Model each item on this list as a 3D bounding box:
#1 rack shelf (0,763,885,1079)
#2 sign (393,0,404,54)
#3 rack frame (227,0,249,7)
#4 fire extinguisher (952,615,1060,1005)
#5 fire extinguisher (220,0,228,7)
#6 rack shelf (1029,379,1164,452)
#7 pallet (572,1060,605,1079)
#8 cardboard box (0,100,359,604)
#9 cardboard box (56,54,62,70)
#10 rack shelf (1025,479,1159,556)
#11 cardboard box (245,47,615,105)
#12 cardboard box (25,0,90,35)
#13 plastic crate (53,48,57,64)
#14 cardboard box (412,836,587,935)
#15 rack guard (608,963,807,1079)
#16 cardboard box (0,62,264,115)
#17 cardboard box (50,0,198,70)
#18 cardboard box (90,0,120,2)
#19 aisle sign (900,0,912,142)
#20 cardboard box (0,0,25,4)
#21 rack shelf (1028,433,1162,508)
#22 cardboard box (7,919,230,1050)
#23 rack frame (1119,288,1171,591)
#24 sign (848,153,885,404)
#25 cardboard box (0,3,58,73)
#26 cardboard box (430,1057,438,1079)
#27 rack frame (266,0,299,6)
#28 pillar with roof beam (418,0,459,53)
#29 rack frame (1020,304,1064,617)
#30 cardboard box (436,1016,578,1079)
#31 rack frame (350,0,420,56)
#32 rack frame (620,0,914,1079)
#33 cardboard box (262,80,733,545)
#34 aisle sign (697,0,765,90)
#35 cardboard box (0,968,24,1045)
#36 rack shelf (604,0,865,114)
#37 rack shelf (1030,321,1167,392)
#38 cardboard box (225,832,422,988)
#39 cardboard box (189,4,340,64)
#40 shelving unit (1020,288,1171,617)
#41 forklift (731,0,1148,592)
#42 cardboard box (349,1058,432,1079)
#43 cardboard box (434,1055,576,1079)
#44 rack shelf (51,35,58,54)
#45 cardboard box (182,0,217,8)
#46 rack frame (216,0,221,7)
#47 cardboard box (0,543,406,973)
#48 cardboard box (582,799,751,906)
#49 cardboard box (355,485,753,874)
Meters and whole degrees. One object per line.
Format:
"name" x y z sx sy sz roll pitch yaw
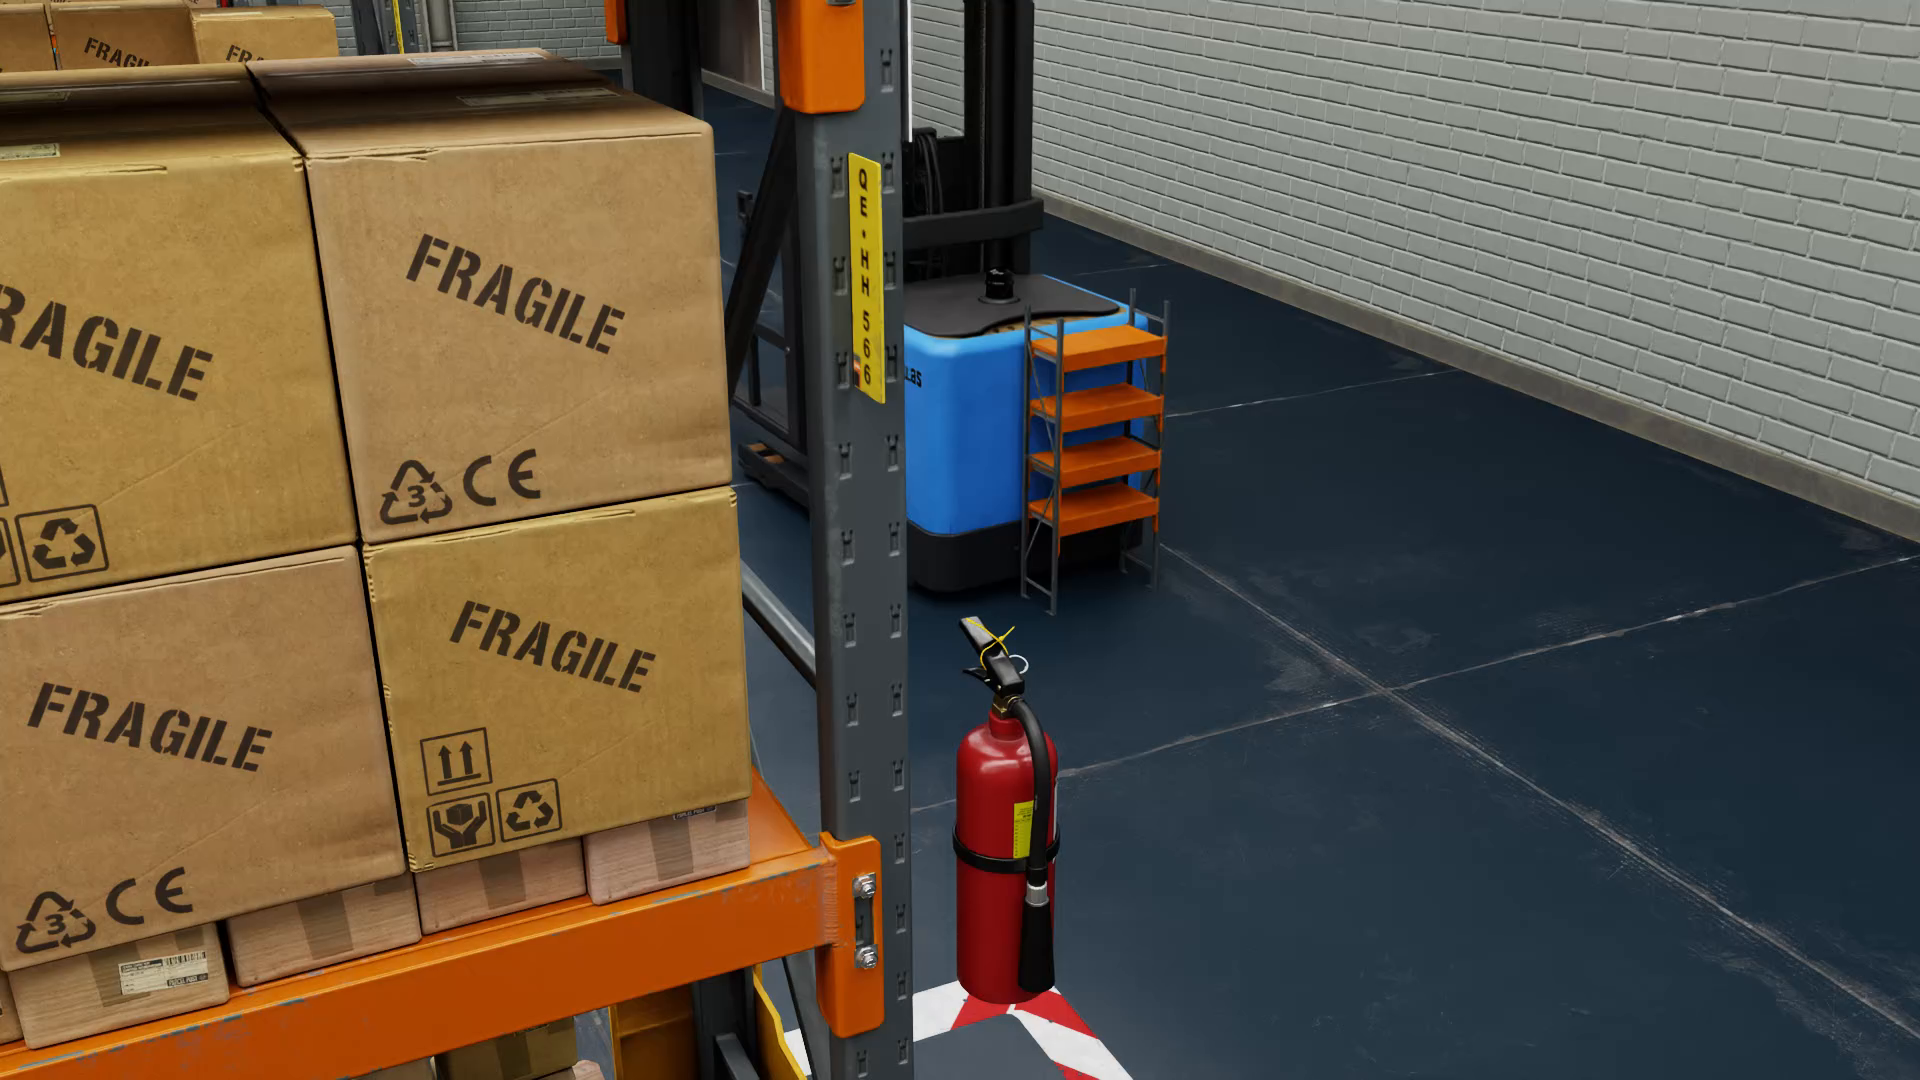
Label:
"rack shelf" -2.151 0.798 2.340 4.000 0.370 1.077 -10 25 -24
"sign" -2.186 -2.047 6.450 0.005 0.325 0.100 -10 25 -24
"rack frame" -6.702 -5.006 15.423 0.127 3.000 1.000 -10 25 -24
"fire extinguisher" 0.079 0.460 2.807 0.183 0.674 0.296 -10 25 -24
"fire extinguisher" -8.517 -6.371 19.308 0.183 0.674 0.296 -10 25 -24
"rack shelf" 0.521 -0.485 6.444 0.480 0.148 0.258 -13 26 -28
"pallet" -1.164 1.558 3.211 1.213 0.211 1.003 -10 25 -24
"cardboard box" -1.110 -0.266 2.143 0.500 0.500 0.500 -11 25 -25
"cardboard box" -10.345 -5.435 19.177 0.500 0.500 0.700 -11 25 -25
"rack shelf" 0.521 -0.095 6.606 0.480 0.148 0.258 -13 26 -28
"cardboard box" -0.868 -0.528 2.778 0.500 0.500 0.500 -11 25 -24
"cardboard box" -7.905 -4.716 14.591 0.500 0.500 0.500 -10 25 -23
"plastic crate" -6.108 -3.103 10.965 0.300 0.233 0.416 -10 25 -24
"cardboard box" -0.760 0.430 2.618 0.250 0.149 0.380 -10 25 -24
"rack guard" -0.417 1.302 3.452 0.348 0.500 1.175 -10 25 -24
"cardboard box" -1.320 -0.443 2.570 0.500 0.500 0.500 -10 24 -22
"cardboard box" -3.409 -1.937 6.834 0.500 0.500 0.500 -11 25 -25
"cardboard box" -7.453 -4.797 14.787 0.500 0.500 0.500 -10 25 -23
"aisle sign" -0.153 -0.976 2.286 0.004 0.787 0.394 -10 25 -24
"cardboard box" -8.359 -4.633 14.390 0.500 0.500 0.500 -11 25 -24
"rack shelf" 0.521 -0.279 6.530 0.480 0.148 0.258 -13 26 -28
"cardboard box" -1.199 0.527 2.383 0.250 0.149 0.380 -10 24 -22
"rack frame" 0.731 -0.389 6.620 0.015 1.200 0.240 -13 26 -28
"sign" -0.126 -0.352 2.252 0.005 0.325 0.100 -10 25 -24
"cardboard box" -3.873 -1.849 6.622 0.500 0.500 0.500 -11 25 -25
"cardboard box" -0.960 1.234 3.525 0.250 0.149 0.380 -10 24 -23
"rack frame" -4.557 -3.299 11.297 0.127 3.000 1.000 -10 25 -24
"pillar with roof beam" -4.929 -8.747 16.616 0.400 9.000 9.100 -10 25 -24
"rack frame" 0.312 -0.293 6.388 0.015 1.200 0.240 -13 26 -28
"cardboard box" -0.968 0.952 3.428 0.250 0.149 0.380 -12 25 -26
"rack frame" -2.409 -1.592 7.174 0.127 3.000 1.000 -10 25 -24
"rack frame" -0.350 0.133 3.007 0.053 2.616 0.949 -10 25 -24
"cardboard box" -0.653 -0.350 2.346 0.500 0.500 0.500 -11 25 -25
"aisle sign" -0.413 -1.182 2.786 0.004 0.787 0.394 -10 25 -24
"cardboard box" -1.450 0.561 2.302 0.250 0.149 0.380 -12 25 -26
"rack shelf" -2.151 -0.588 1.766 4.000 0.370 1.077 -10 25 -24
"rack shelf" 0.521 -0.704 6.354 0.480 0.148 0.258 -13 26 -28
"cardboard box" -0.980 0.477 2.505 0.250 0.149 0.380 -11 25 -24
"cardboard box" -2.734 -1.835 6.588 0.500 0.500 0.500 -10 25 -23
"shelving unit" 0.521 -0.341 6.504 0.503 1.200 0.258 -13 26 -28
"forklift" -0.406 -1.668 7.448 1.130 2.935 3.031 -13 26 -28
"cardboard box" -1.164 1.040 3.217 0.250 0.149 0.380 -10 24 -23
"cardboard box" -0.932 1.118 3.416 0.250 0.149 0.380 -9 24 -21
"rack shelf" -8.504 -4.342 14.759 4.000 0.370 1.077 -10 25 -24
"cardboard box" -6.987 -4.885 14.998 0.500 0.500 0.500 -10 24 -22
"rack frame" -8.853 -6.713 19.545 0.127 3.000 1.000 -10 25 -24
"cardboard box" -1.108 0.197 2.331 0.500 0.500 0.500 -11 25 -24
"cardboard box" -0.520 0.402 2.686 0.250 0.149 0.380 -10 25 -24
"cardboard box" -0.642 0.114 2.534 0.500 0.500 0.500 -10 24 -23
